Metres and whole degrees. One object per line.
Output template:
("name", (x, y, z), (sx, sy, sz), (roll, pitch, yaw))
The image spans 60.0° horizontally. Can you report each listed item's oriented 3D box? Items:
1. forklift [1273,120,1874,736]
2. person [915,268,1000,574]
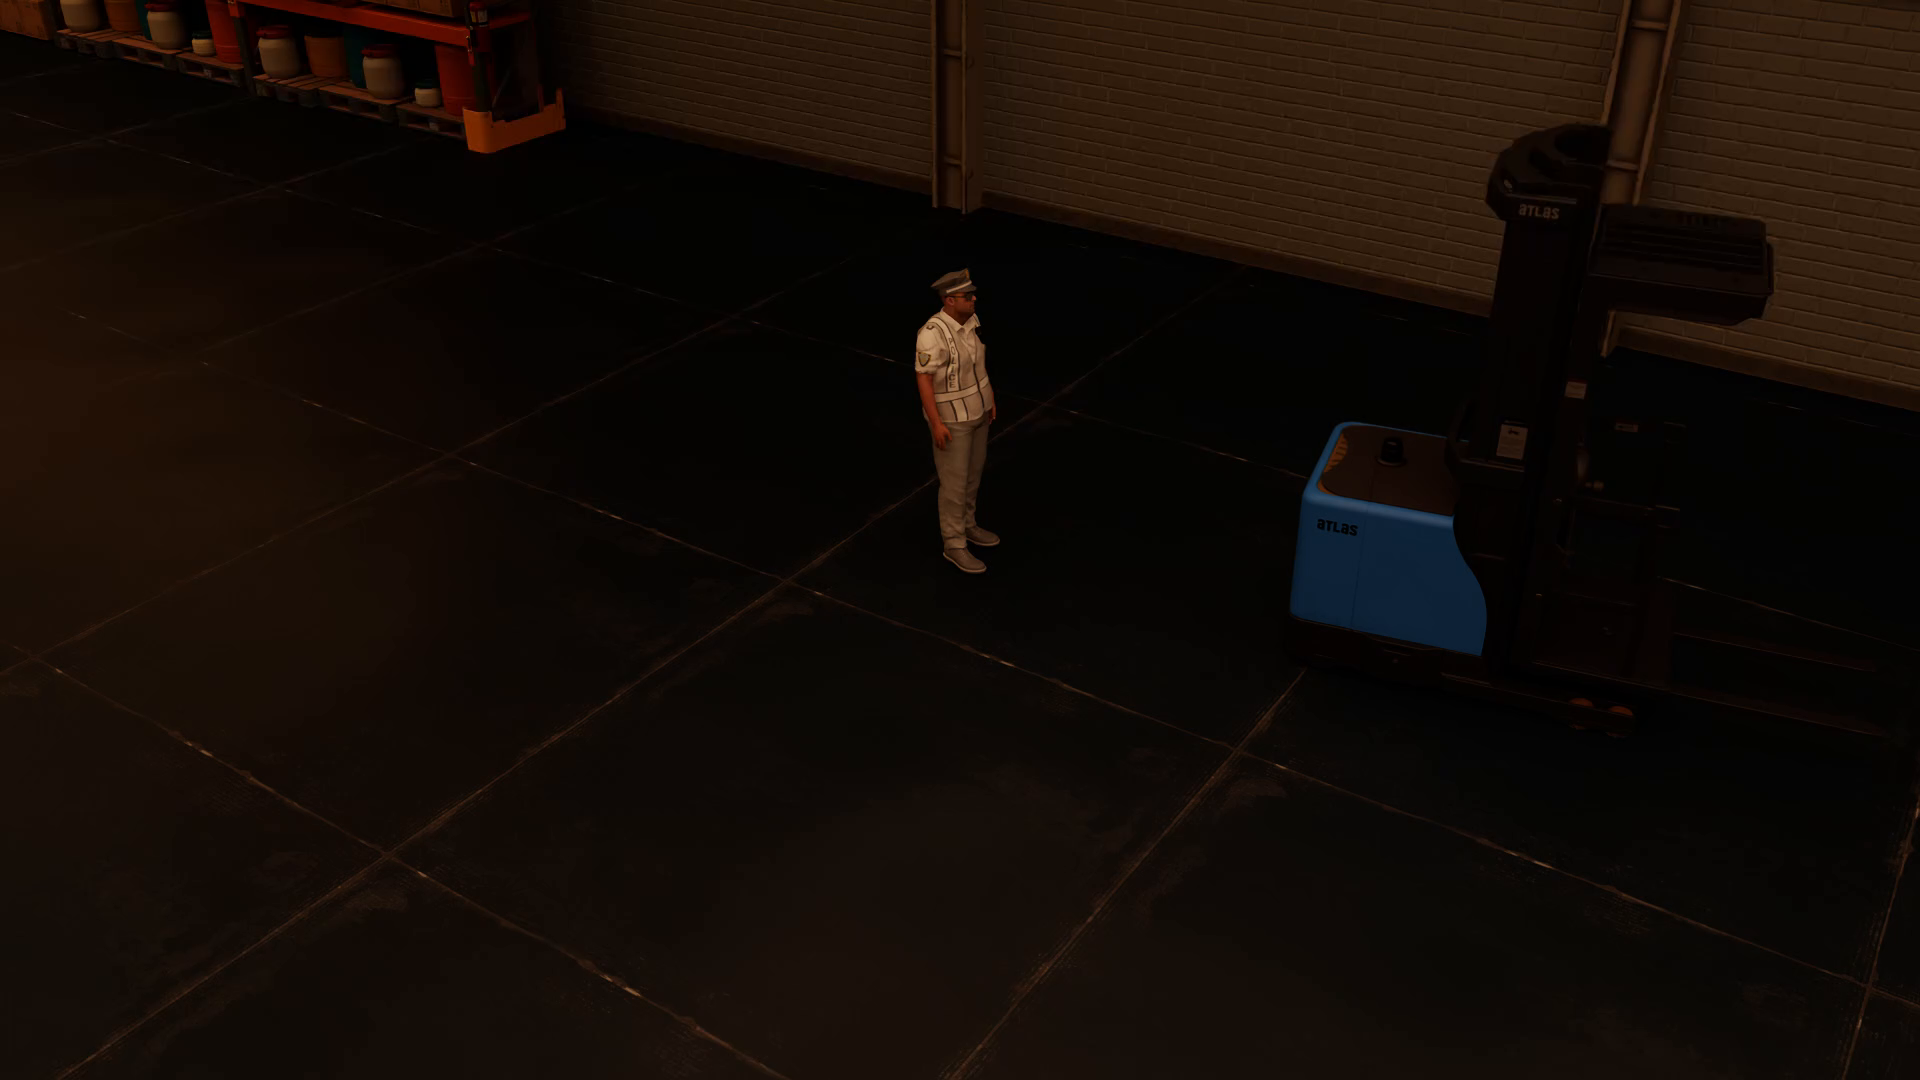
("forklift", (3.330, -0.543, 8.516), (3.031, 2.935, 1.130), (12, 32, 19))
("person", (0.058, -0.751, 10.003), (0.574, 1.781, 0.641), (19, 35, 29))
